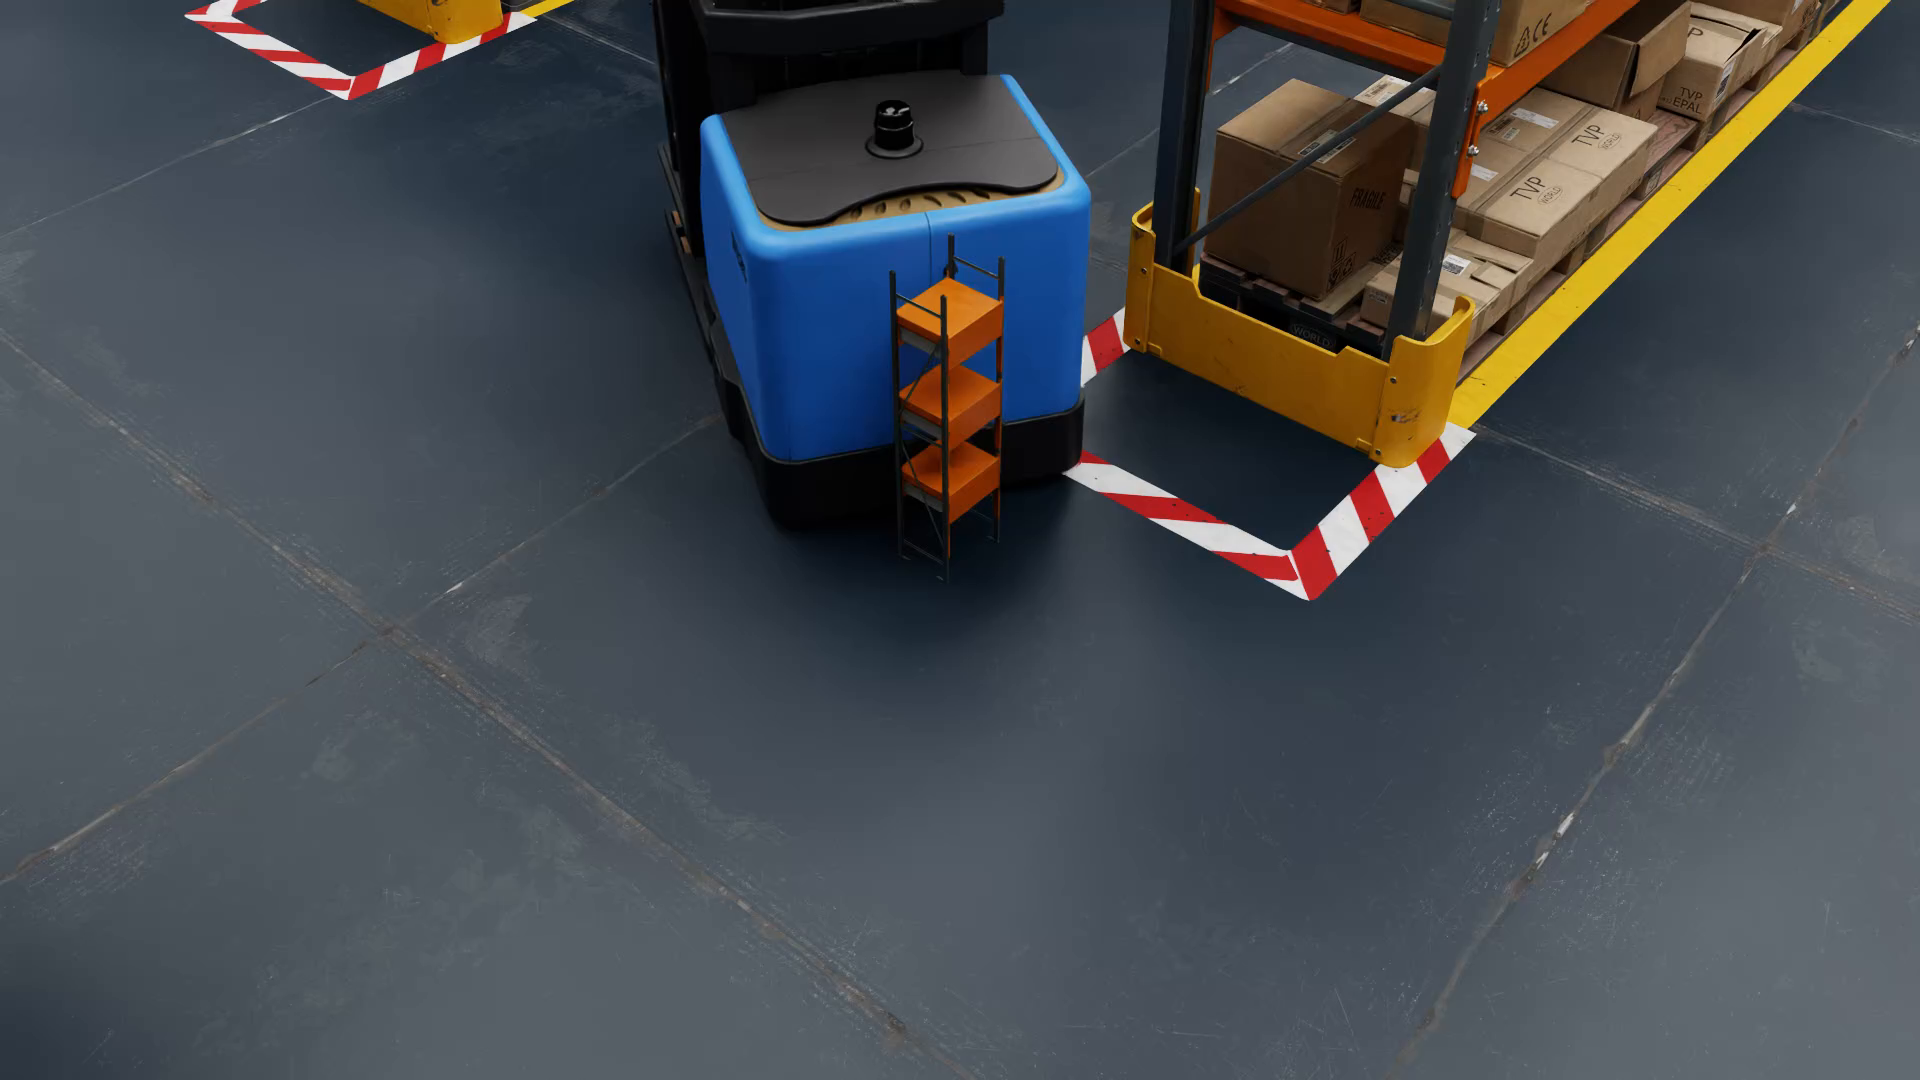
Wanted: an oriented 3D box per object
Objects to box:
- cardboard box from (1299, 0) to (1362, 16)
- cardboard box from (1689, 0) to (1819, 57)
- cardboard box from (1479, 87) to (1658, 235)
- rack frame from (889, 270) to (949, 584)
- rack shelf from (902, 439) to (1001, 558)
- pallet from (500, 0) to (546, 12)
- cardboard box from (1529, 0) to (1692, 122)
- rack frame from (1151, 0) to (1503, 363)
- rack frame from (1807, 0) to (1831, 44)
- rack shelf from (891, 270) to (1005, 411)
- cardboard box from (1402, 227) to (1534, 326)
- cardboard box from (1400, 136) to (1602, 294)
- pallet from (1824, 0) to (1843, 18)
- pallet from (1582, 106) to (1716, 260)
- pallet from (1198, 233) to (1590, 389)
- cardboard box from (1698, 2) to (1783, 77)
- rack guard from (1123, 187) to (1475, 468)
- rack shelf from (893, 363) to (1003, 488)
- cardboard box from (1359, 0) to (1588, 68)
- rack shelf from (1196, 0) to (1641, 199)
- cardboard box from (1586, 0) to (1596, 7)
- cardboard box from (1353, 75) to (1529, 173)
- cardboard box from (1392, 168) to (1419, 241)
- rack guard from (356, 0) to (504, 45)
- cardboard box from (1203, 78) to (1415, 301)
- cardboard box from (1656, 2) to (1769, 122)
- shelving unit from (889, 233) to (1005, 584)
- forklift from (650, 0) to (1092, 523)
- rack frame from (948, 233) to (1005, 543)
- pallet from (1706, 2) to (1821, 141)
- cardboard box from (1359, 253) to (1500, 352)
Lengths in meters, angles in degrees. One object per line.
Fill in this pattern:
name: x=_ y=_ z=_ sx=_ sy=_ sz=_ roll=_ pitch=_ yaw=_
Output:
cardboard box: x=1.154 y=-2.017 z=5.164 sx=0.500 sy=0.500 sz=0.500 roll=31 pitch=51 yaw=30
cardboard box: x=3.499 y=-2.513 z=7.315 sx=0.500 sy=0.500 sz=0.500 roll=29 pitch=50 yaw=28
cardboard box: x=2.285 y=-1.449 z=6.331 sx=0.500 sy=0.250 sz=0.500 roll=29 pitch=50 yaw=28
rack frame: x=-0.113 y=-0.297 z=4.797 sx=0.200 sy=1.050 sz=0.008 roll=30 pitch=50 yaw=29
rack shelf: x=-0.034 y=-0.147 z=5.060 sx=0.215 sy=0.259 sz=0.240 roll=30 pitch=50 yaw=29
pallet: x=-2.154 y=-3.154 z=8.562 sx=1.003 sy=0.211 sz=1.213 roll=29 pitch=50 yaw=28
cardboard box: x=2.443 y=-1.961 z=6.705 sx=0.797 sy=0.503 sz=0.637 roll=29 pitch=50 yaw=28
rack frame: x=1.074 y=-1.631 z=4.815 sx=1.000 sy=3.000 sz=0.127 roll=29 pitch=50 yaw=28
rack frame: x=3.649 y=-3.691 z=7.080 sx=1.000 sy=3.000 sz=0.127 roll=29 pitch=50 yaw=28
rack shelf: x=-0.034 y=-0.562 z=4.682 sx=0.215 sy=0.259 sz=0.240 roll=30 pitch=50 yaw=29
cardboard box: x=1.768 y=-0.941 z=5.835 sx=0.380 sy=0.166 sz=0.250 roll=29 pitch=50 yaw=28
cardboard box: x=1.963 y=-1.192 z=6.048 sx=0.500 sy=0.250 sz=0.500 roll=29 pitch=50 yaw=28
pallet: x=4.143 y=-3.095 z=8.497 sx=1.003 sy=0.211 sz=1.213 roll=29 pitch=50 yaw=28
pallet: x=2.421 y=-1.675 z=6.936 sx=1.003 sy=0.211 sz=1.213 roll=29 pitch=50 yaw=28
pallet: x=1.636 y=-1.050 z=6.248 sx=1.003 sy=0.211 sz=1.213 roll=29 pitch=50 yaw=28
cardboard box: x=3.304 y=-2.164 z=7.192 sx=0.380 sy=0.149 sz=0.250 roll=29 pitch=50 yaw=28
rack guard: x=1.123 y=-0.746 z=5.699 sx=1.175 sy=0.500 sz=0.348 roll=29 pitch=50 yaw=28
rack shelf: x=-0.034 y=-0.352 z=4.873 sx=0.215 sy=0.259 sz=0.240 roll=30 pitch=50 yaw=29
cardboard box: x=1.562 y=-1.783 z=4.907 sx=0.500 sy=0.500 sz=0.500 roll=31 pitch=50 yaw=29
rack shelf: x=2.361 y=-2.395 z=6.189 sx=1.077 sy=0.370 sz=4.000 roll=29 pitch=50 yaw=28
cardboard box: x=1.890 y=-2.051 z=5.201 sx=0.500 sy=0.500 sz=0.500 roll=29 pitch=50 yaw=28
cardboard box: x=1.870 y=-1.640 z=6.541 sx=0.500 sy=0.250 sz=0.500 roll=29 pitch=50 yaw=28
cardboard box: x=1.565 y=-1.302 z=6.231 sx=0.380 sy=0.166 sz=0.250 roll=29 pitch=50 yaw=28
rack guard: x=-2.720 y=-2.835 z=7.996 sx=1.175 sy=0.500 sz=0.348 roll=29 pitch=50 yaw=28
cardboard box: x=1.236 y=-1.256 z=5.933 sx=0.500 sy=0.500 sz=0.500 roll=29 pitch=50 yaw=28
cardboard box: x=3.016 y=-2.057 z=6.954 sx=0.500 sy=0.311 sz=0.500 roll=29 pitch=50 yaw=28
shelving unit: x=-0.034 y=-0.360 z=4.866 sx=0.215 sy=1.050 sz=0.252 roll=30 pitch=50 yaw=29
forklift: x=-0.512 y=-2.144 z=5.429 sx=1.130 sy=2.935 sz=3.031 roll=-11 pitch=43 yaw=-12
rack frame: x=0.045 y=-0.423 z=4.934 sx=0.200 sy=1.050 sz=0.008 roll=30 pitch=50 yaw=29
pallet: x=3.206 y=-2.306 z=7.629 sx=1.003 sy=0.211 sz=1.213 roll=29 pitch=50 yaw=28
cardboard box: x=1.607 y=-0.806 z=5.699 sx=0.380 sy=0.149 sz=0.250 roll=29 pitch=50 yaw=28
